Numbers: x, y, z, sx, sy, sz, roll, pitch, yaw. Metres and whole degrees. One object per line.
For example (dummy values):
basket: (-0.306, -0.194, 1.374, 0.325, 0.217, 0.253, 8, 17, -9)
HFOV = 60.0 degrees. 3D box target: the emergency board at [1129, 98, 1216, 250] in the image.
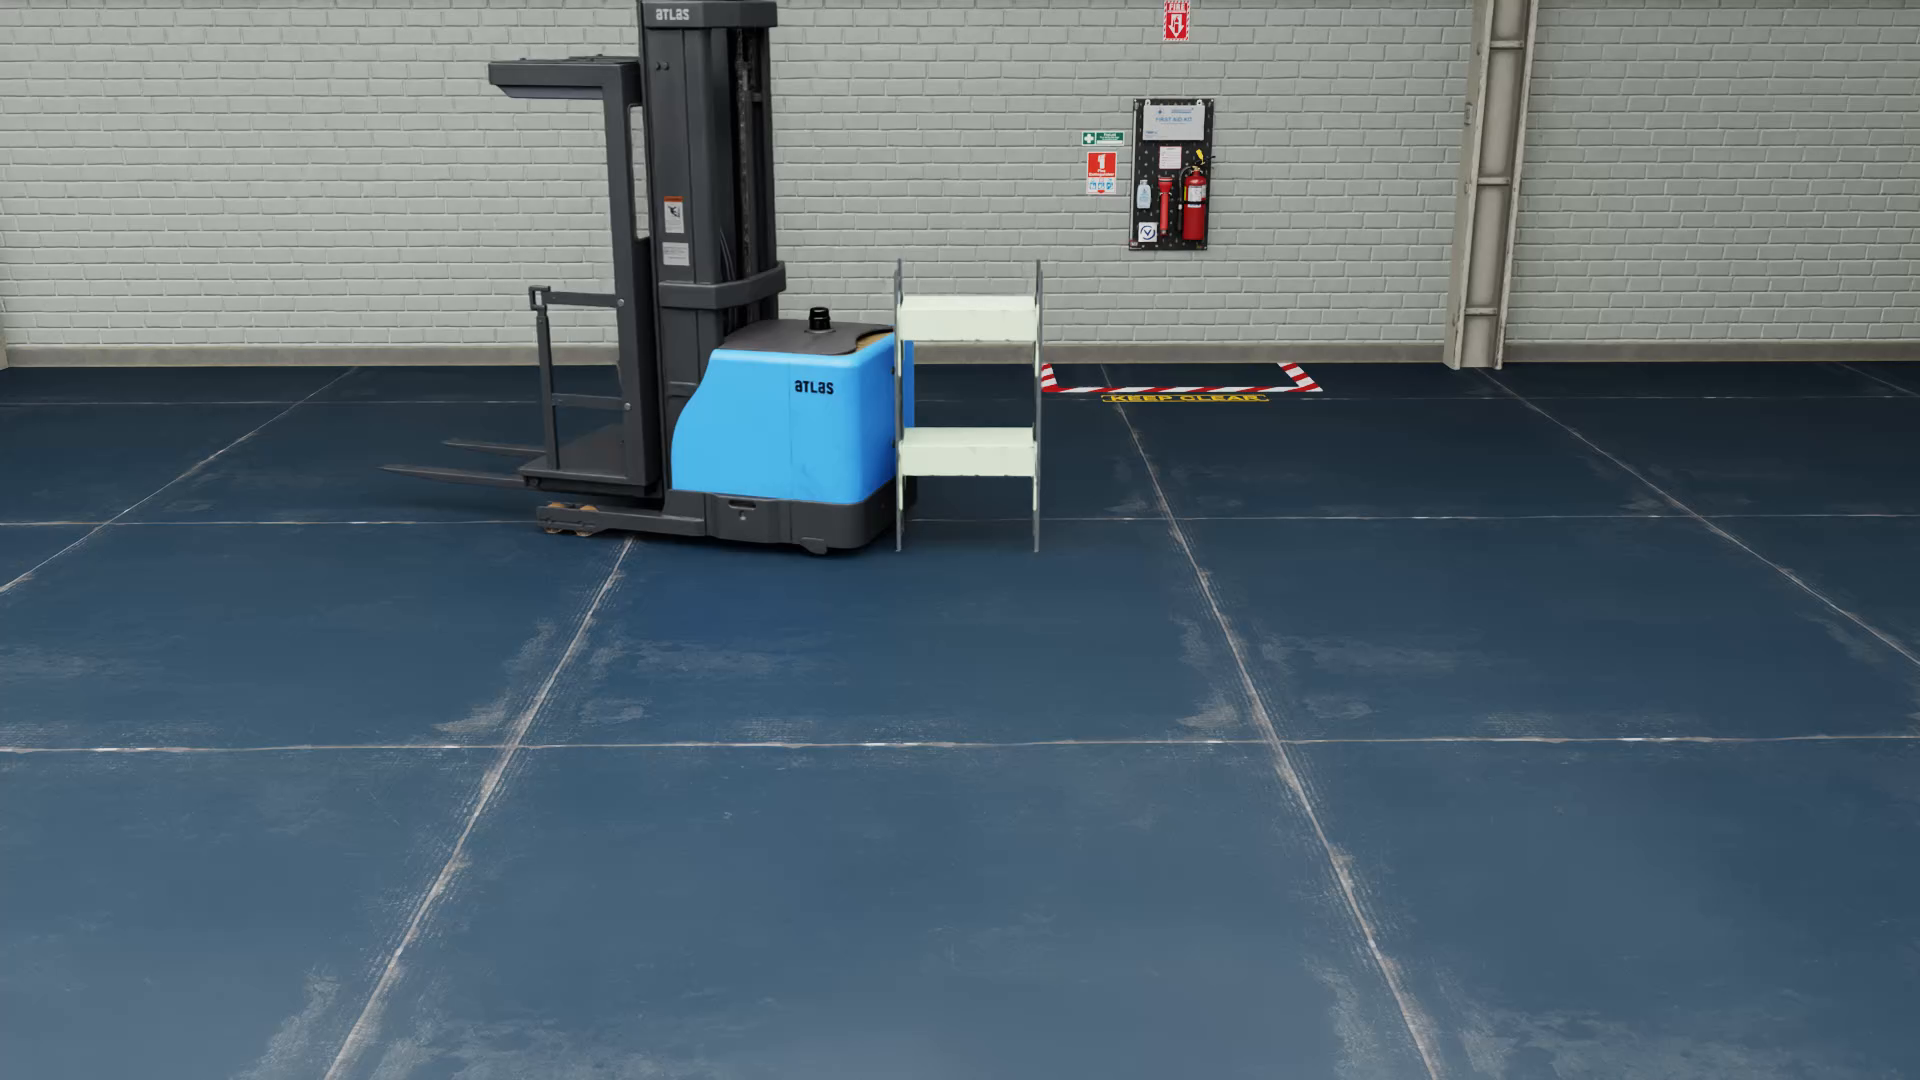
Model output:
emergency board: (1.668, -2.841, 12.994, 0.643, 1.169, 0.194, 0, 18, -1)

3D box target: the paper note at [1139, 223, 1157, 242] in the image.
paper note: (1.490, -2.442, 13.192, 0.142, 0.148, 0.016, 0, 18, -1)

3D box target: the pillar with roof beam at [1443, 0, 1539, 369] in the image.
pillar with roof beam: (4.208, -4.383, 7.980, 0.400, 9.000, 9.100, 0, 18, -1)

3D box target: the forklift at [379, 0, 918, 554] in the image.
forklift: (-1.818, -1.561, 9.116, 3.031, 2.935, 1.130, 5, 19, 16)

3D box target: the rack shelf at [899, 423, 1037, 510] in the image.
rack shelf: (0.045, -0.396, 8.894, 0.720, 0.370, 0.431, 0, 18, 1)

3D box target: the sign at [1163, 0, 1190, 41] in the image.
sign: (1.658, -3.976, 12.735, 0.199, 0.298, 0.001, 0, 18, -1)

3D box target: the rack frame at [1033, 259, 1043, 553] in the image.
rack frame: (0.411, -0.705, 8.790, 0.023, 1.500, 0.400, 0, 18, 1)

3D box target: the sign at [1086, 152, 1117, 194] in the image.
sign: (1.114, -2.887, 13.079, 0.234, 0.329, 0.001, 0, 18, -1)

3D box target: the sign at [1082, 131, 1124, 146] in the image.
sign: (1.118, -3.137, 12.990, 0.331, 0.109, 0.001, 0, 18, -1)

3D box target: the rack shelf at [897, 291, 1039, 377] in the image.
rack shelf: (0.045, -1.078, 8.676, 0.720, 0.370, 0.431, 0, 18, 1)

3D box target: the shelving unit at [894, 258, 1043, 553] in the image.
shelving unit: (0.045, -0.707, 8.795, 0.755, 1.500, 0.431, 0, 18, 1)

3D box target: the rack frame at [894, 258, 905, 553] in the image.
rack frame: (-0.321, -0.708, 8.800, 0.023, 1.500, 0.400, 0, 18, 1)

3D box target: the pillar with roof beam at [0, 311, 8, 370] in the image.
pillar with roof beam: (-7.791, -4.326, 7.800, 0.400, 9.000, 9.100, 0, 18, -1)
